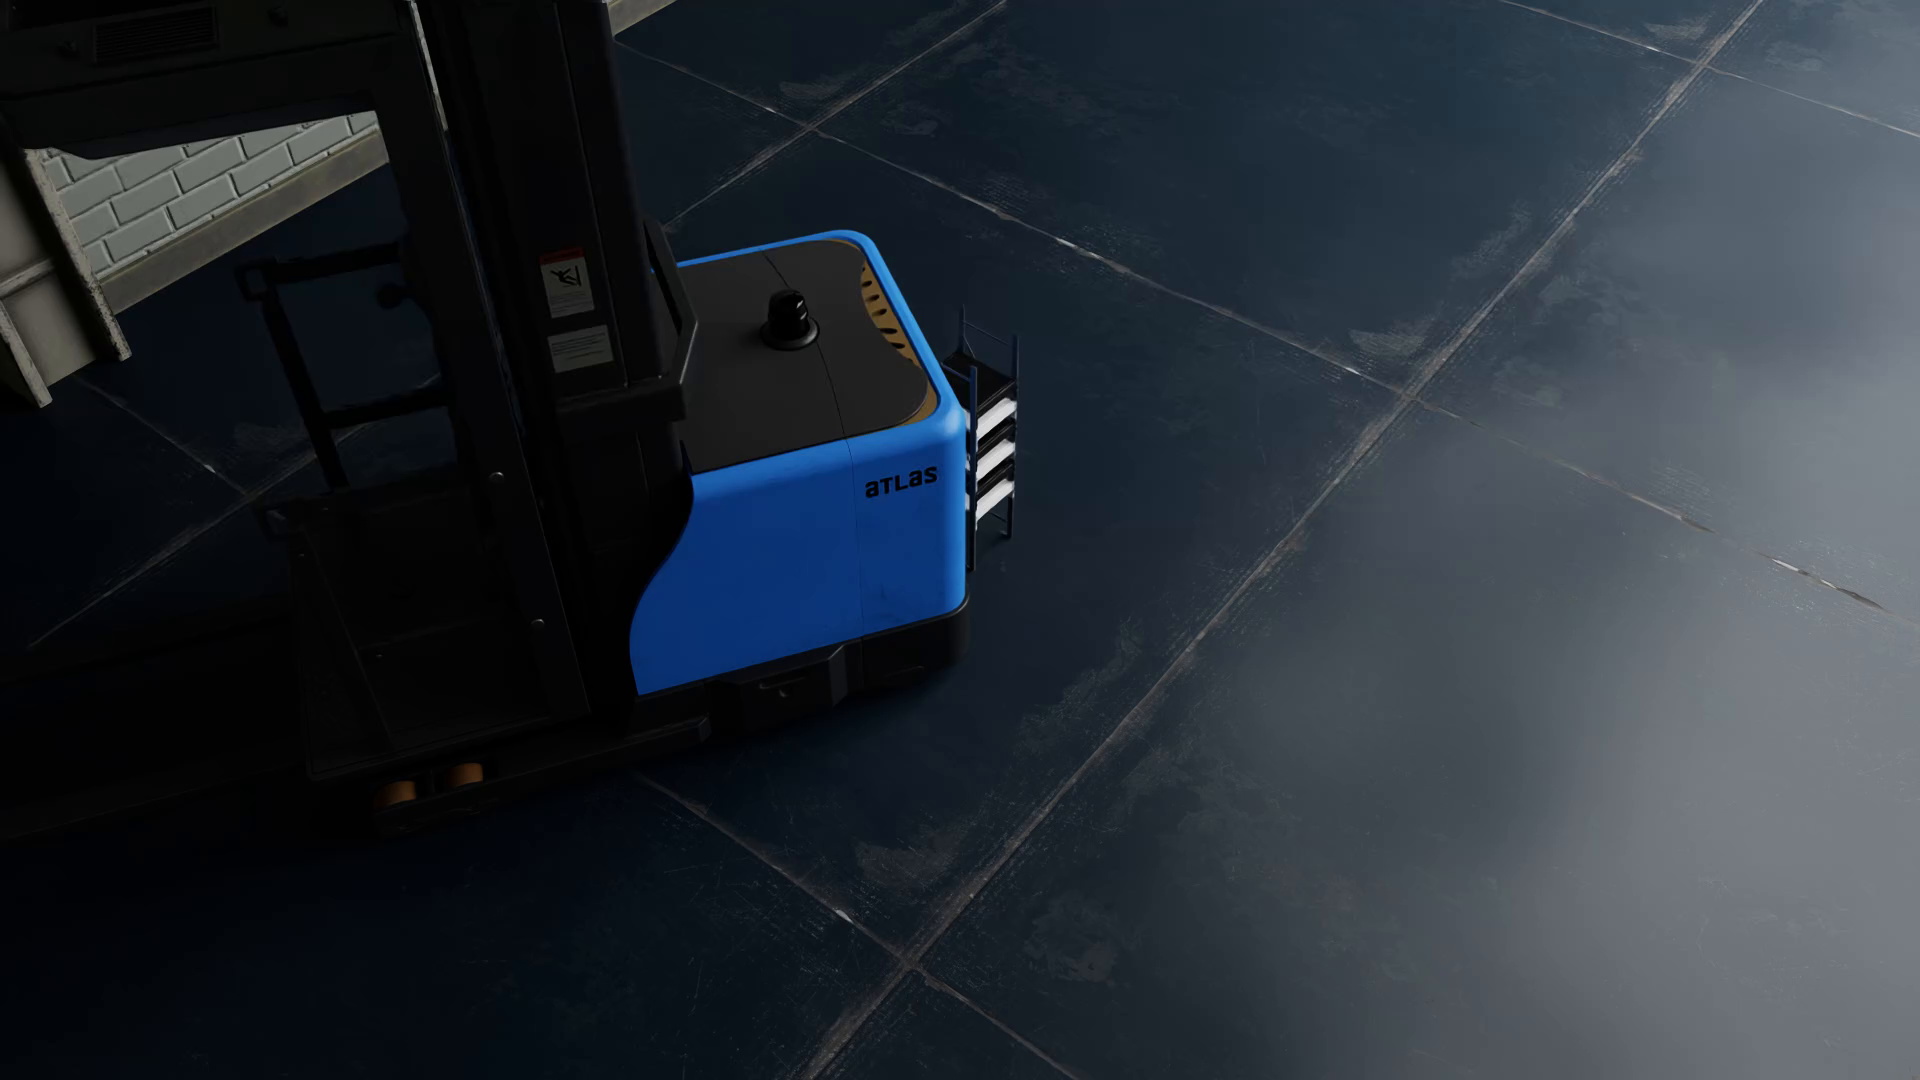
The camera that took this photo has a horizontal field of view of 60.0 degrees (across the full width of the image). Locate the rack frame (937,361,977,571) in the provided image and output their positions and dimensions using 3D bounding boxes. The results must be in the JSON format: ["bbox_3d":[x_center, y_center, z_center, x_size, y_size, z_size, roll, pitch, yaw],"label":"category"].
[{"bbox_3d":[-0.043,-0.261,5.377,0.240,0.900,0.006,31,54,26],"label":"rack frame"}]

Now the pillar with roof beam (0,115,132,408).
[{"bbox_3d":[-0.037,-1.877,1.320,9.100,9.000,0.400,29,53,25],"label":"pillar with roof beam"}]

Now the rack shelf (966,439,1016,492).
[{"bbox_3d":[0.023,-0.294,5.455,0.258,0.077,0.200,31,54,26],"label":"rack shelf"}]

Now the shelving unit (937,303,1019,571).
[{"bbox_3d":[0.023,-0.317,5.431,0.258,0.900,0.210,31,54,26],"label":"shelving unit"}]

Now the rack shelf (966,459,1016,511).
[{"bbox_3d":[0.023,-0.232,5.520,0.258,0.077,0.200,31,54,26],"label":"rack shelf"}]

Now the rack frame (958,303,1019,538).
[{"bbox_3d":[0.088,-0.374,5.485,0.240,0.900,0.006,31,54,26],"label":"rack frame"}]

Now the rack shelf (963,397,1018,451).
[{"bbox_3d":[0.023,-0.419,5.325,0.258,0.077,0.200,31,54,26],"label":"rack shelf"}]

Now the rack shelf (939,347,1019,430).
[{"bbox_3d":[0.023,-0.481,5.260,0.258,0.077,0.200,31,54,26],"label":"rack shelf"}]

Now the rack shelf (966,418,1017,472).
[{"bbox_3d":[0.023,-0.356,5.390,0.258,0.077,0.200,31,54,26],"label":"rack shelf"}]

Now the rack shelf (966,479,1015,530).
[{"bbox_3d":[0.023,-0.170,5.585,0.258,0.077,0.200,31,54,26],"label":"rack shelf"}]

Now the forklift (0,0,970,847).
[{"bbox_3d":[-1.543,-0.578,4.275,3.031,2.935,1.130,-14,48,-13],"label":"forklift"}]
